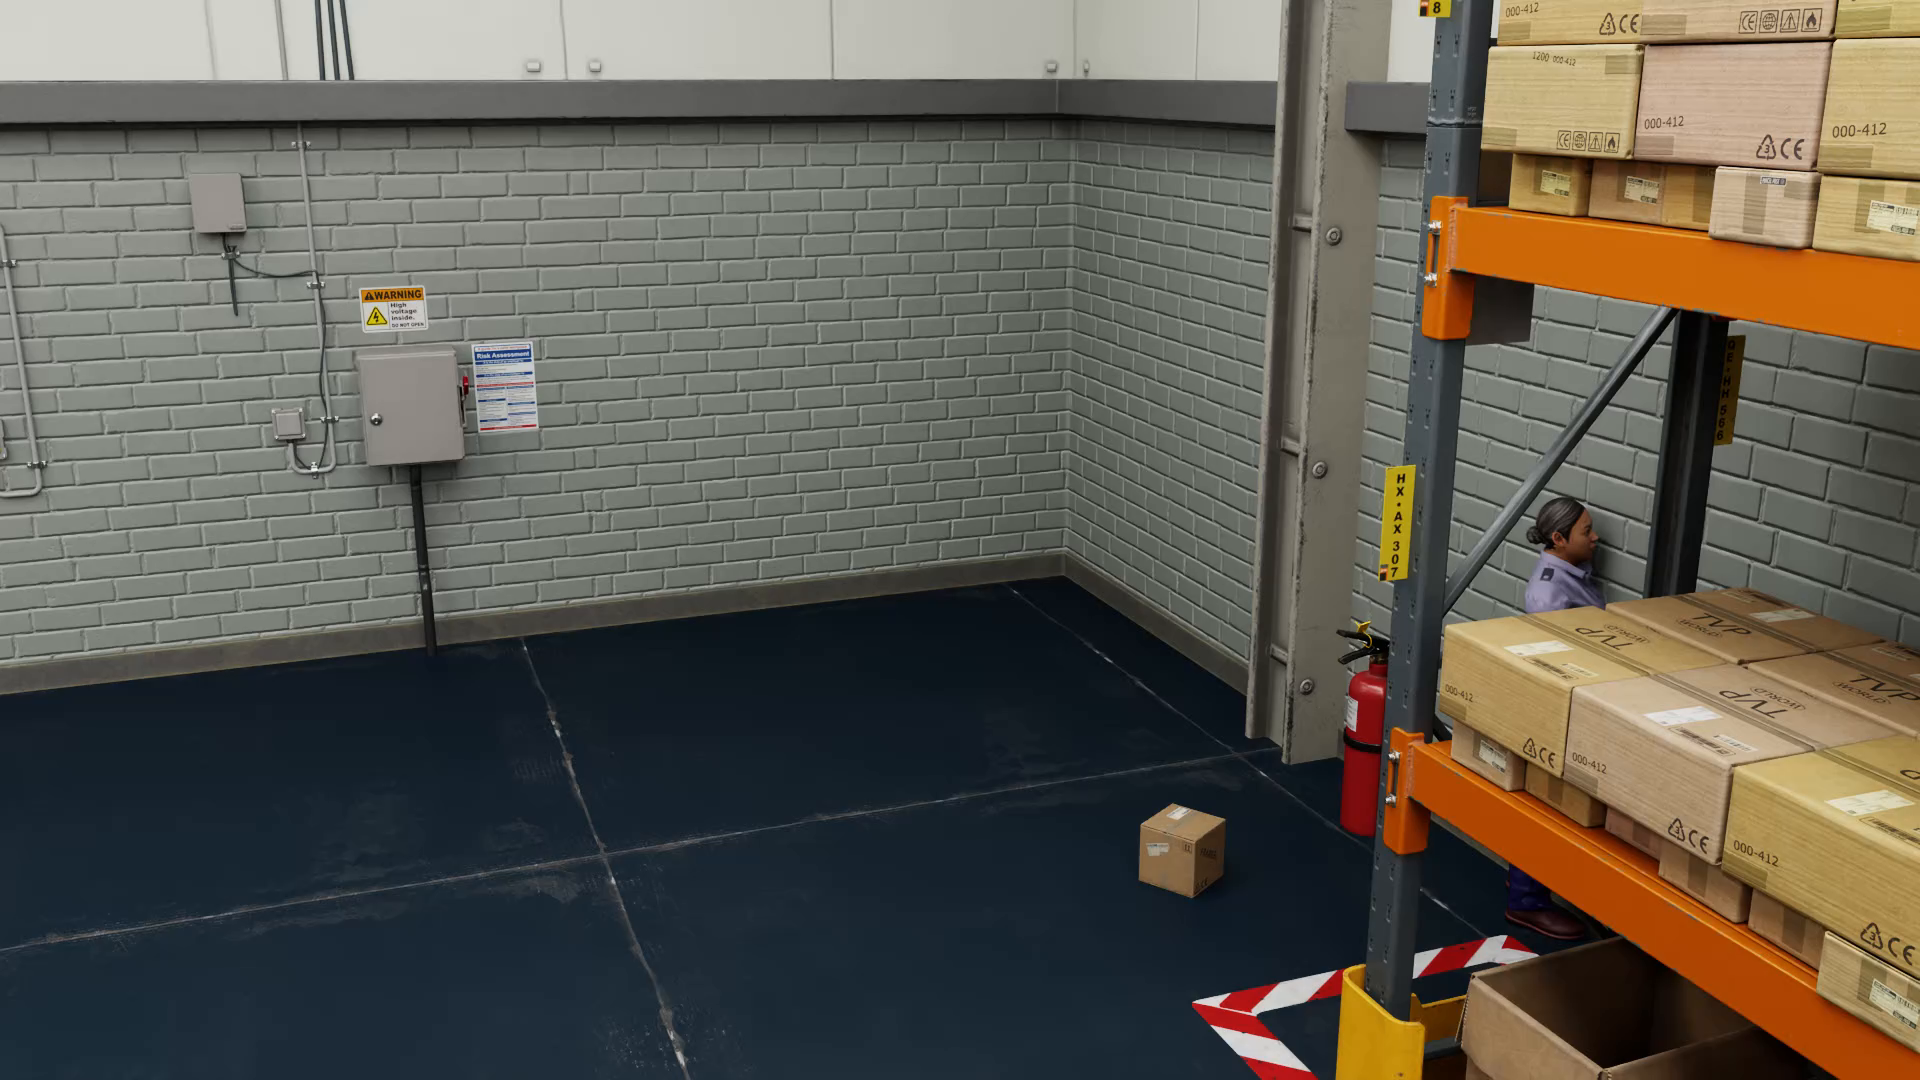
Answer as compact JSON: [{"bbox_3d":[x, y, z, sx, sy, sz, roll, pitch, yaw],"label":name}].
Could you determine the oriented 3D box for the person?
[{"bbox_3d":[2.256,0.647,6.260,0.356,1.650,0.466,6,17,21],"label":"person"}]
